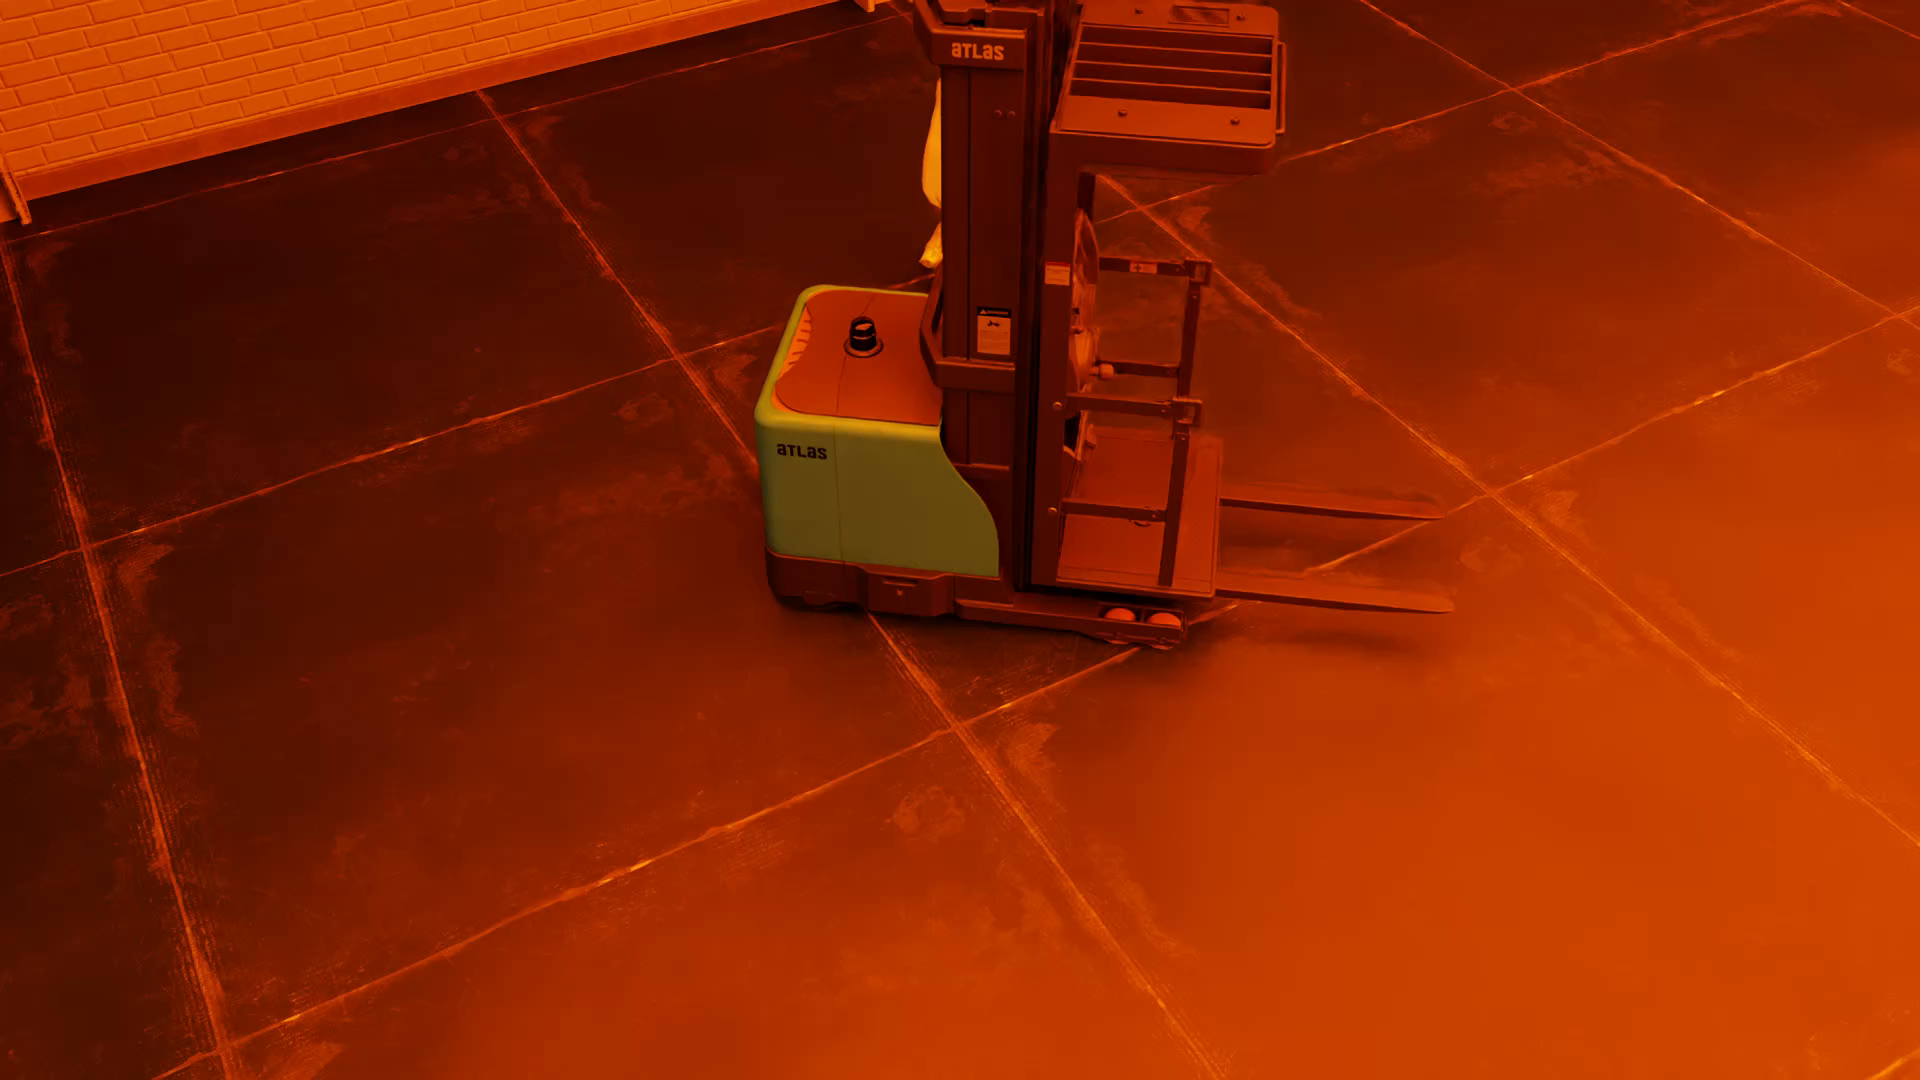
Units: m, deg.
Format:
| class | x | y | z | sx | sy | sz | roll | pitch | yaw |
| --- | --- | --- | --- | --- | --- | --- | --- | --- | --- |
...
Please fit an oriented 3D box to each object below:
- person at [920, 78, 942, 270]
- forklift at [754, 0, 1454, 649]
| class | x | y | z | sx | sy | sz | roll | pitch | yaw |
| --- | --- | --- | --- | --- | --- | --- | --- | --- | --- |
| person | 0.243 | -2.074 | 9.012 | 0.991 | 1.503 | 0.844 | -29 | 50 | -27 |
| forklift | 0.691 | -0.982 | 6.756 | 3.031 | 2.935 | 1.130 | 6 | 43 | 6 |
